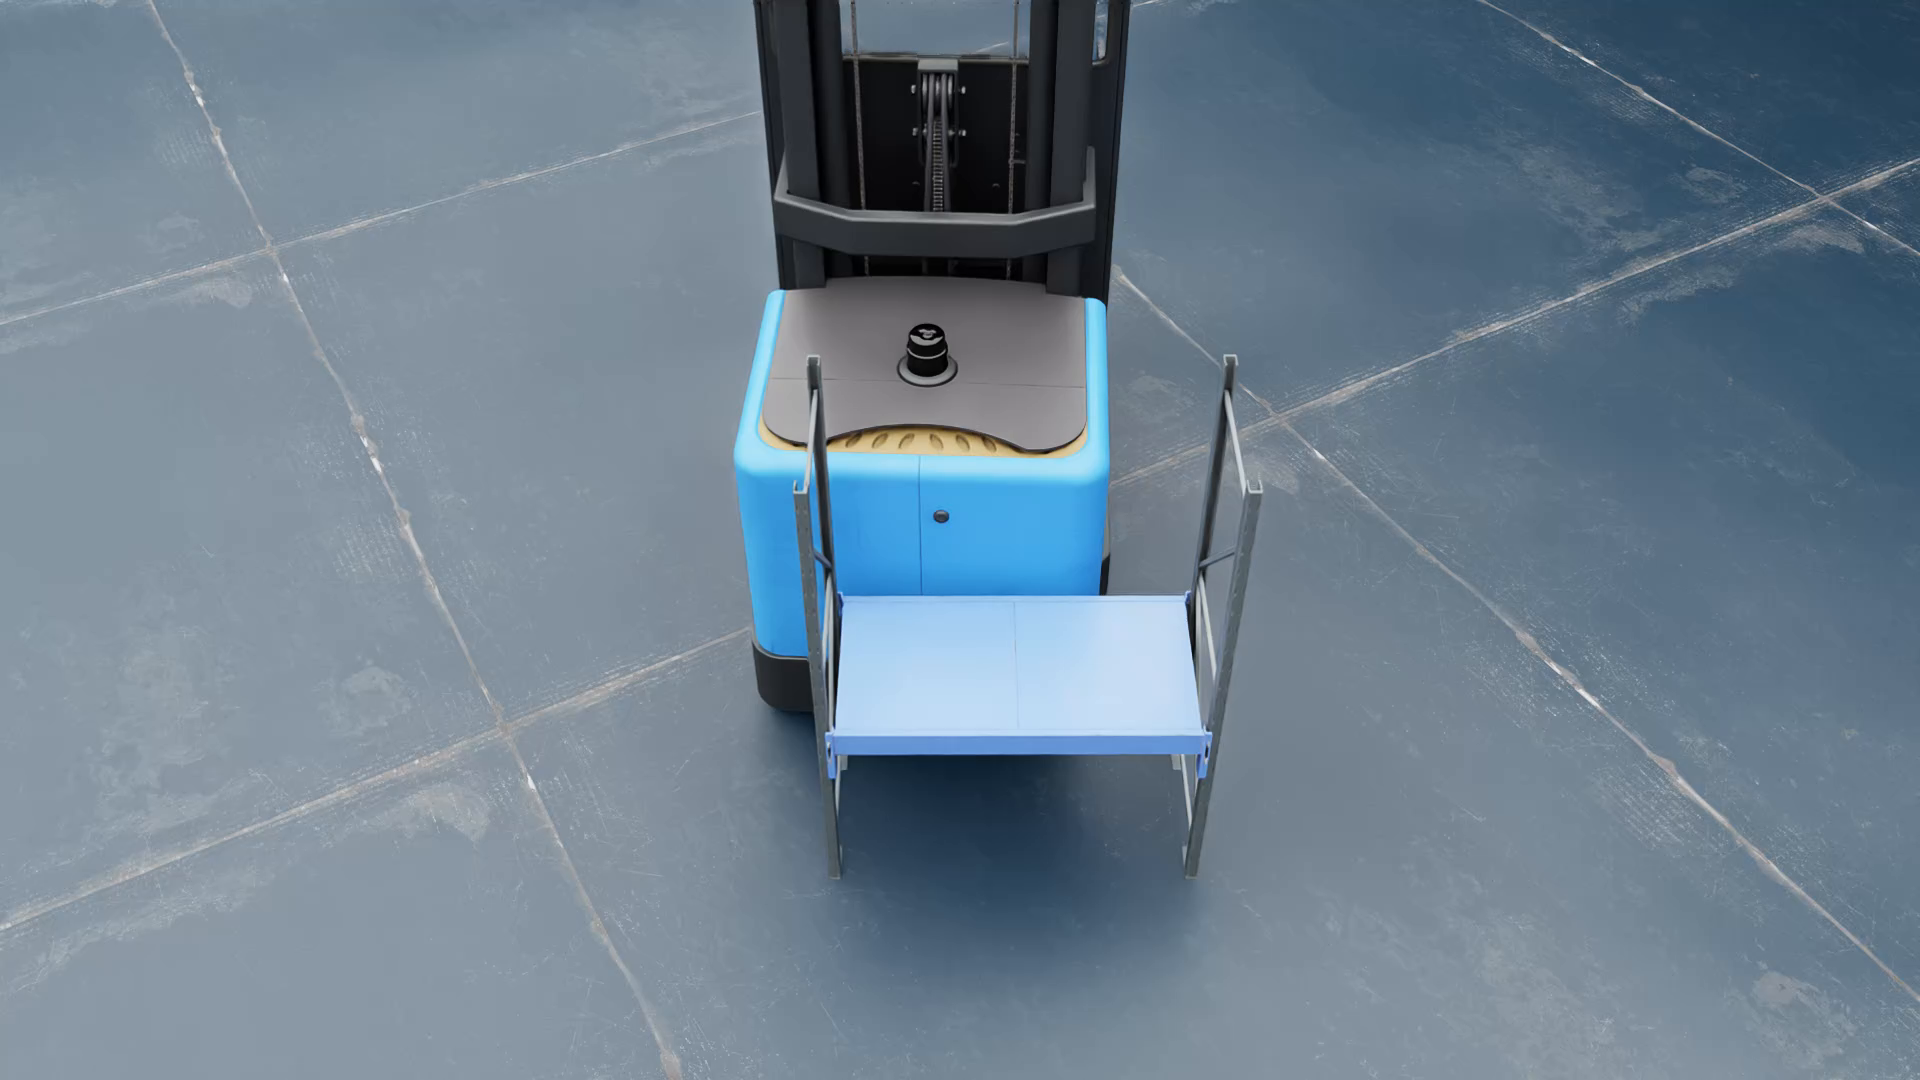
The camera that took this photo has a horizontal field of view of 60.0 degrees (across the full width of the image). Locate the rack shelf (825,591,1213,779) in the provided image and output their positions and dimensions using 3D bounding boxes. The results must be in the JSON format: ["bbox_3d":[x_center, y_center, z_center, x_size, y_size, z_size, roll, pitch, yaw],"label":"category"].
[{"bbox_3d":[0.151,0.388,4.531,1.000,0.185,0.538,0,44,0],"label":"rack shelf"}]

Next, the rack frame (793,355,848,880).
[{"bbox_3d":[-0.357,0.260,4.405,0.032,1.500,0.500,0,44,0],"label":"rack frame"}]

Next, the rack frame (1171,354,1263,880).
[{"bbox_3d":[0.660,0.258,4.406,0.032,1.500,0.500,0,44,0],"label":"rack frame"}]

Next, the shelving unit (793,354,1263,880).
[{"bbox_3d":[0.151,0.259,4.406,1.048,1.500,0.538,0,44,0],"label":"shelving unit"}]

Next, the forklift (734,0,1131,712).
[{"bbox_3d":[-0.040,-1.515,5.207,1.130,2.935,3.031,2,44,2],"label":"forklift"}]
